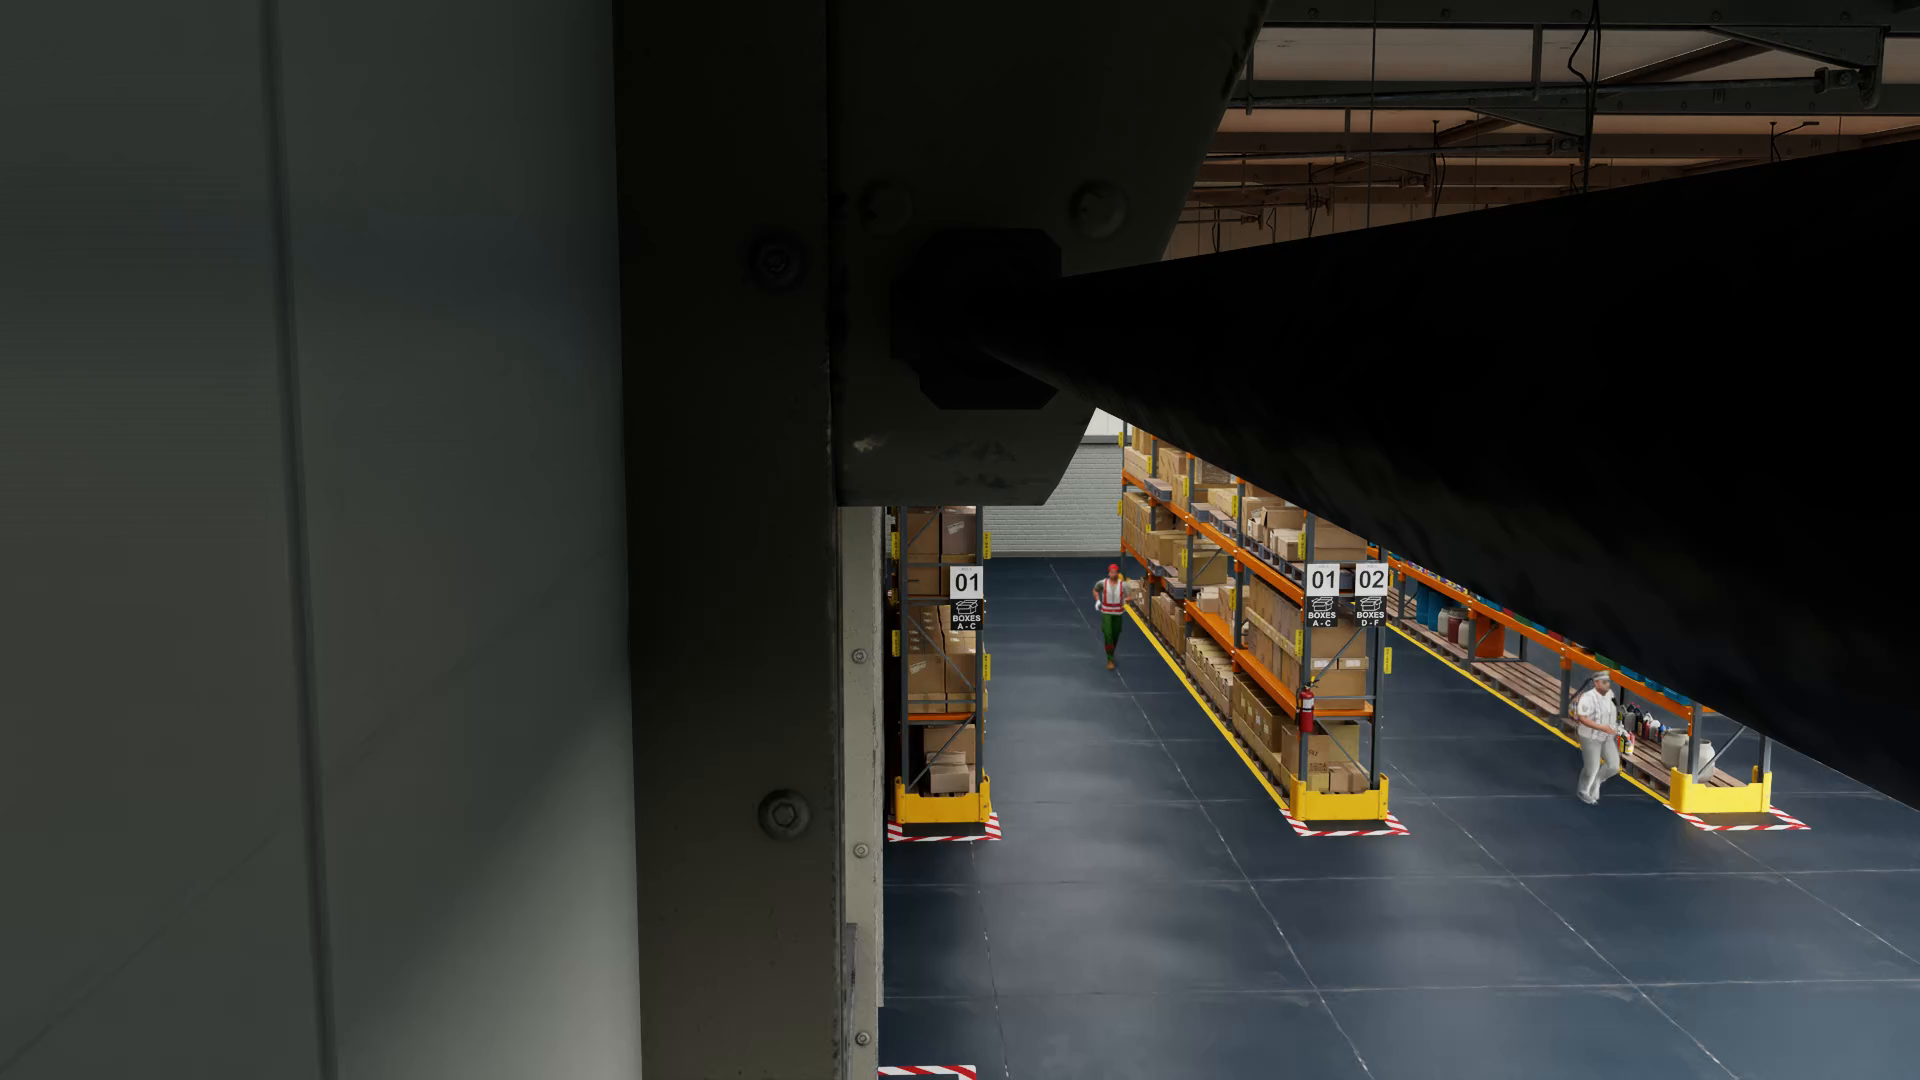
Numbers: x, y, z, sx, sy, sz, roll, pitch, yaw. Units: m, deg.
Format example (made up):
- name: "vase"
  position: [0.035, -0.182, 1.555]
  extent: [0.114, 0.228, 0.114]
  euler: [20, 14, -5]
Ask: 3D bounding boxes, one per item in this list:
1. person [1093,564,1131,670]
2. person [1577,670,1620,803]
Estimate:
- name: "person"
  position: [2.695, 1.313, 29.334]
  extent: [0.651, 1.805, 0.983]
  euler: [0, 8, -2]
- name: "person"
  position: [8.168, 2.513, 21.144]
  extent: [0.685, 1.761, 0.638]
  euler: [-3, 9, -22]
